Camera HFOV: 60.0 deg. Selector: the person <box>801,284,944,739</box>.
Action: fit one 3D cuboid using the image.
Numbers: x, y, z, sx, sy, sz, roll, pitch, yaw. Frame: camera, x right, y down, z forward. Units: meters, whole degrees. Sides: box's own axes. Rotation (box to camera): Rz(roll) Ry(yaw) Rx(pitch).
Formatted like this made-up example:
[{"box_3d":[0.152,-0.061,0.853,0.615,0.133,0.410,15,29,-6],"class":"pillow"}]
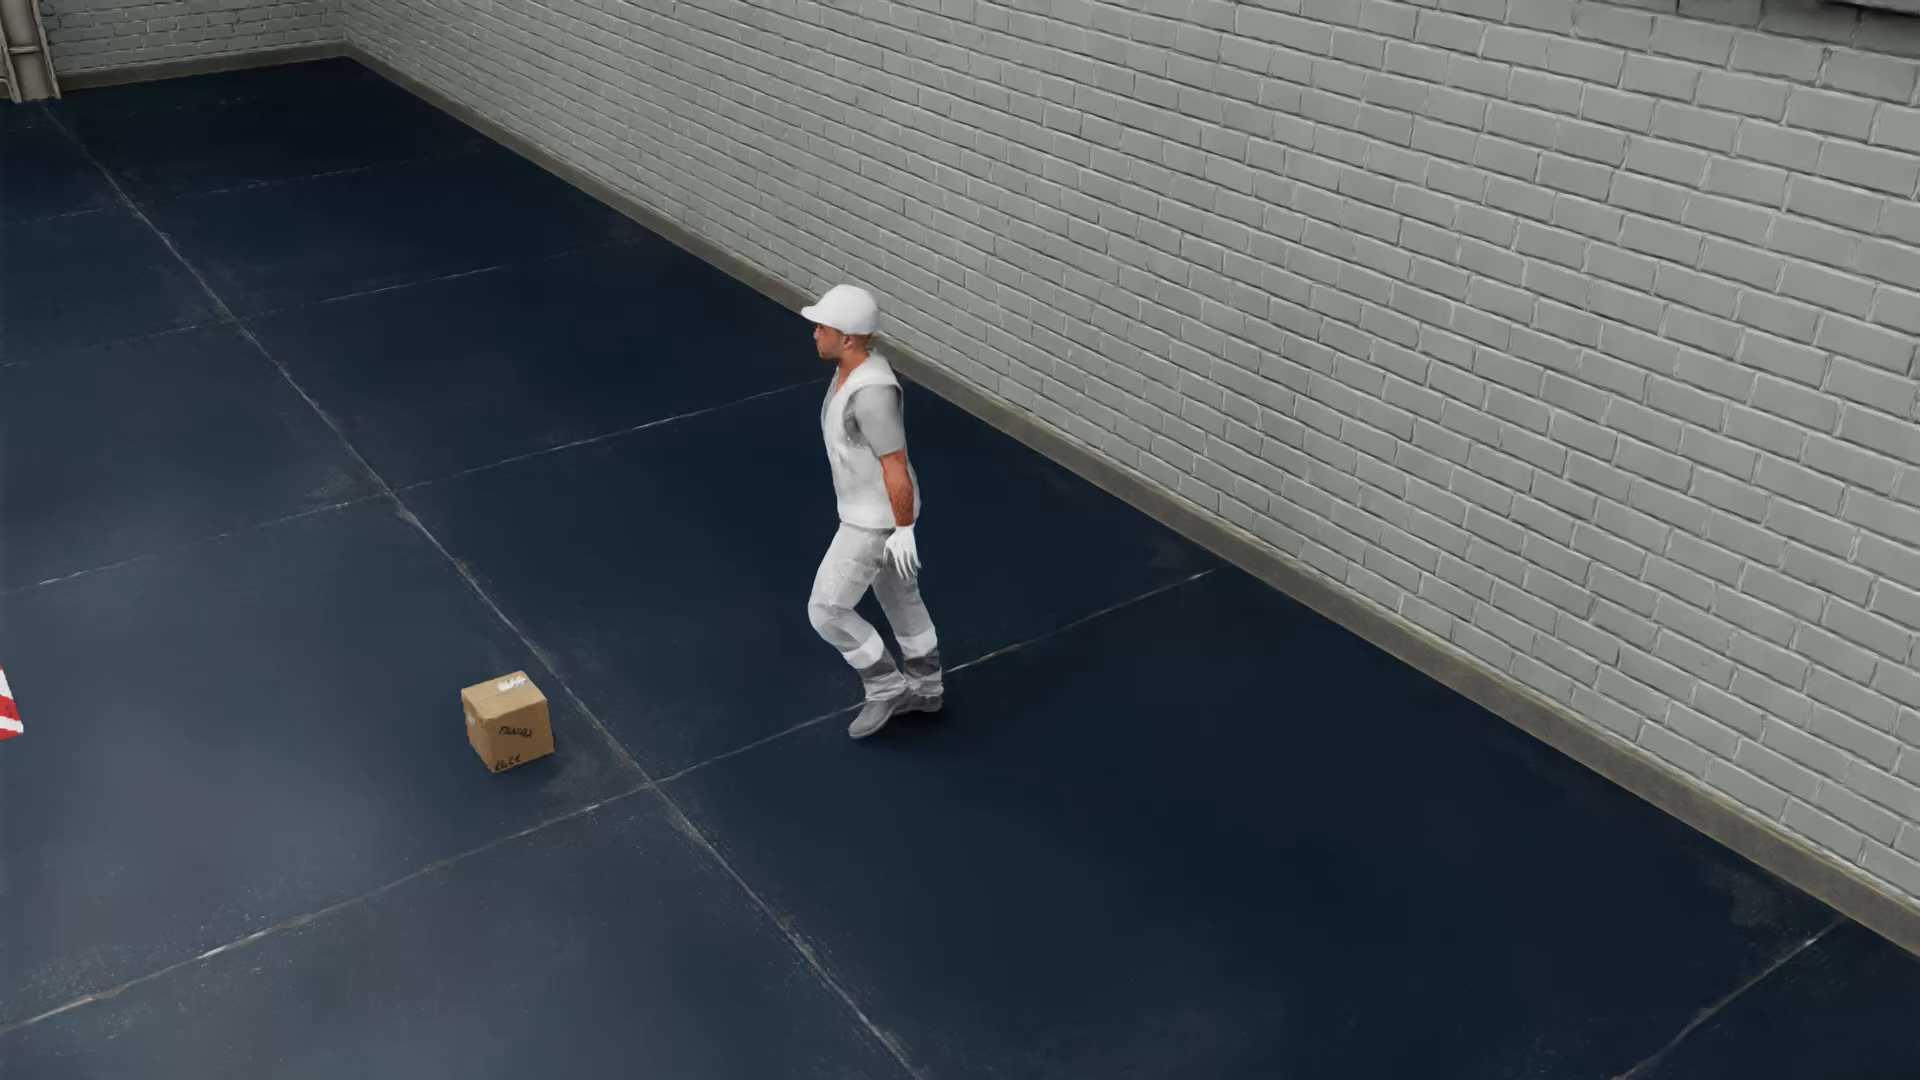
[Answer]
[{"box_3d":[-0.322,-0.101,6.242,0.521,1.768,0.580,-2,28,-3],"class":"person"}]
